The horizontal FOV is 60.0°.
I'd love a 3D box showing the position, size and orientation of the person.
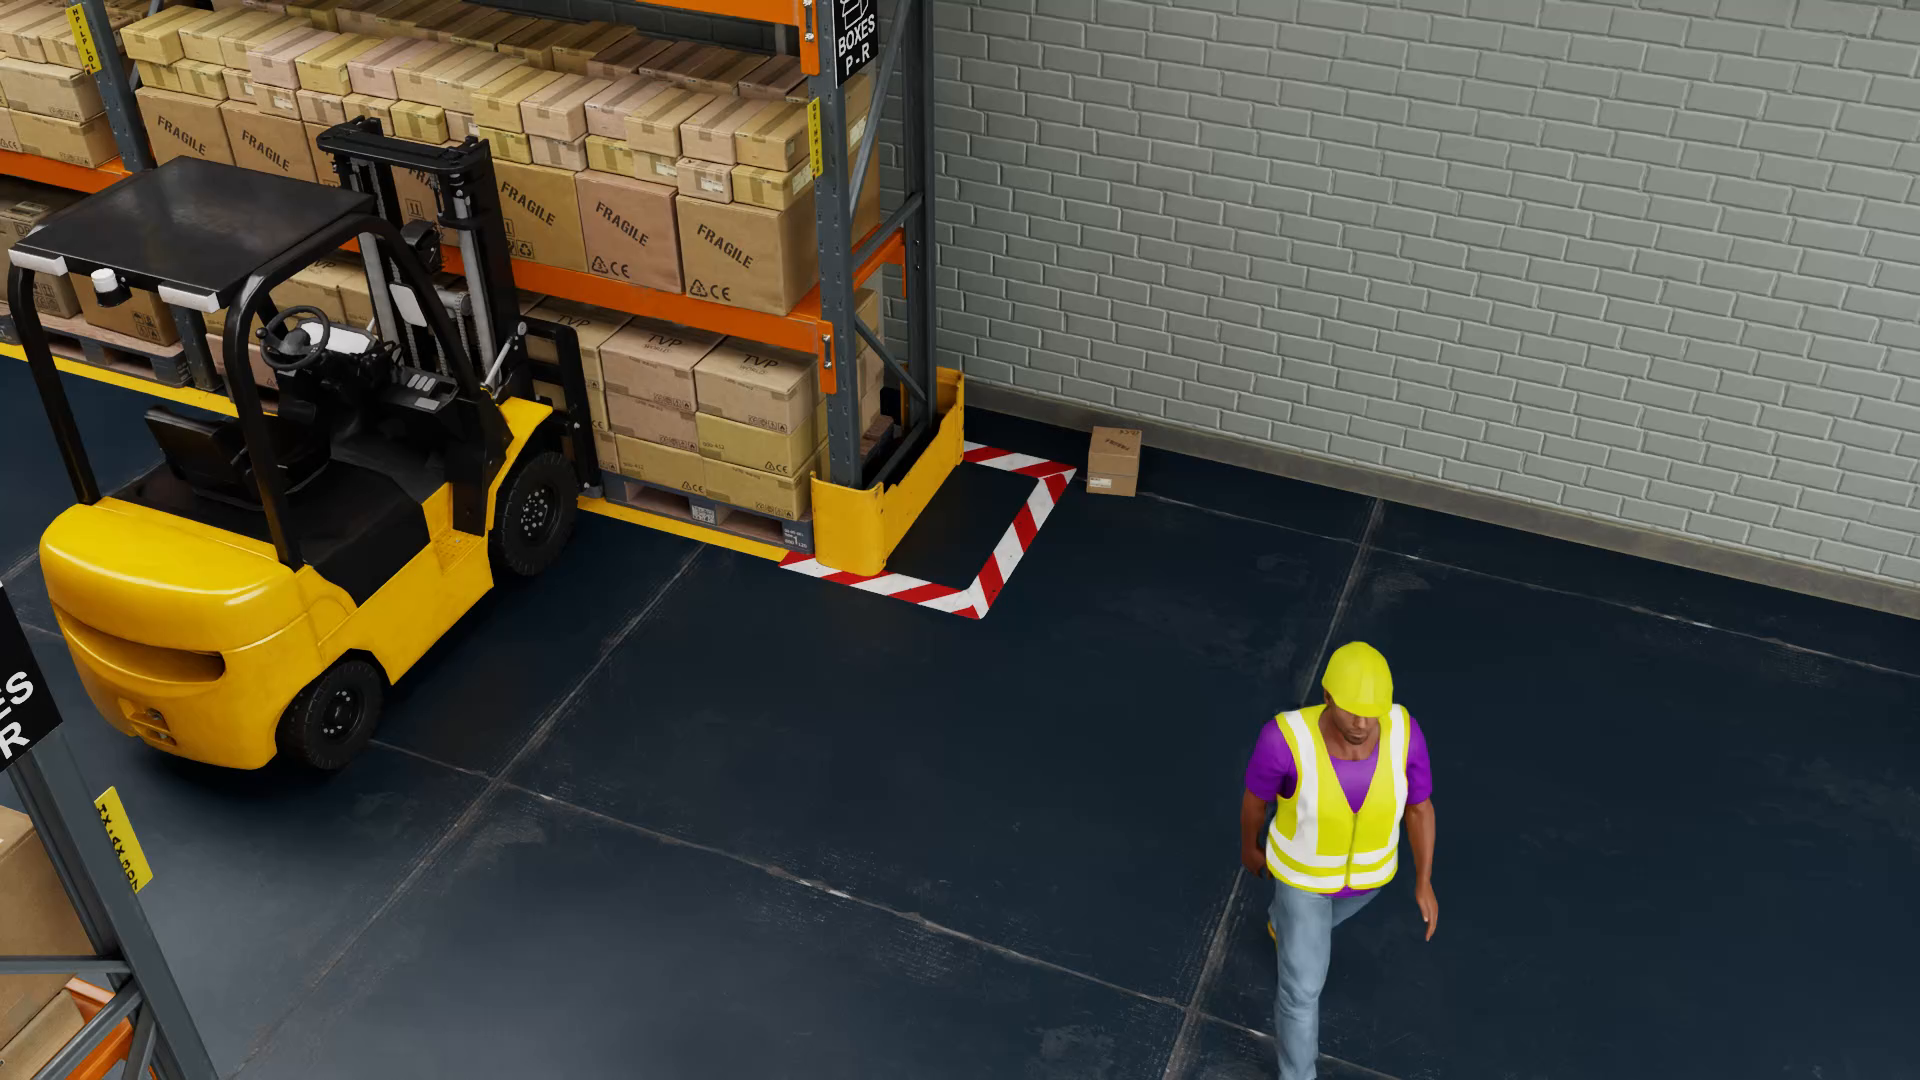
[{"bbox_3d":[1.229,1.084,5.378,0.583,1.716,1.018,-5,38,-7],"label":"person"}]
